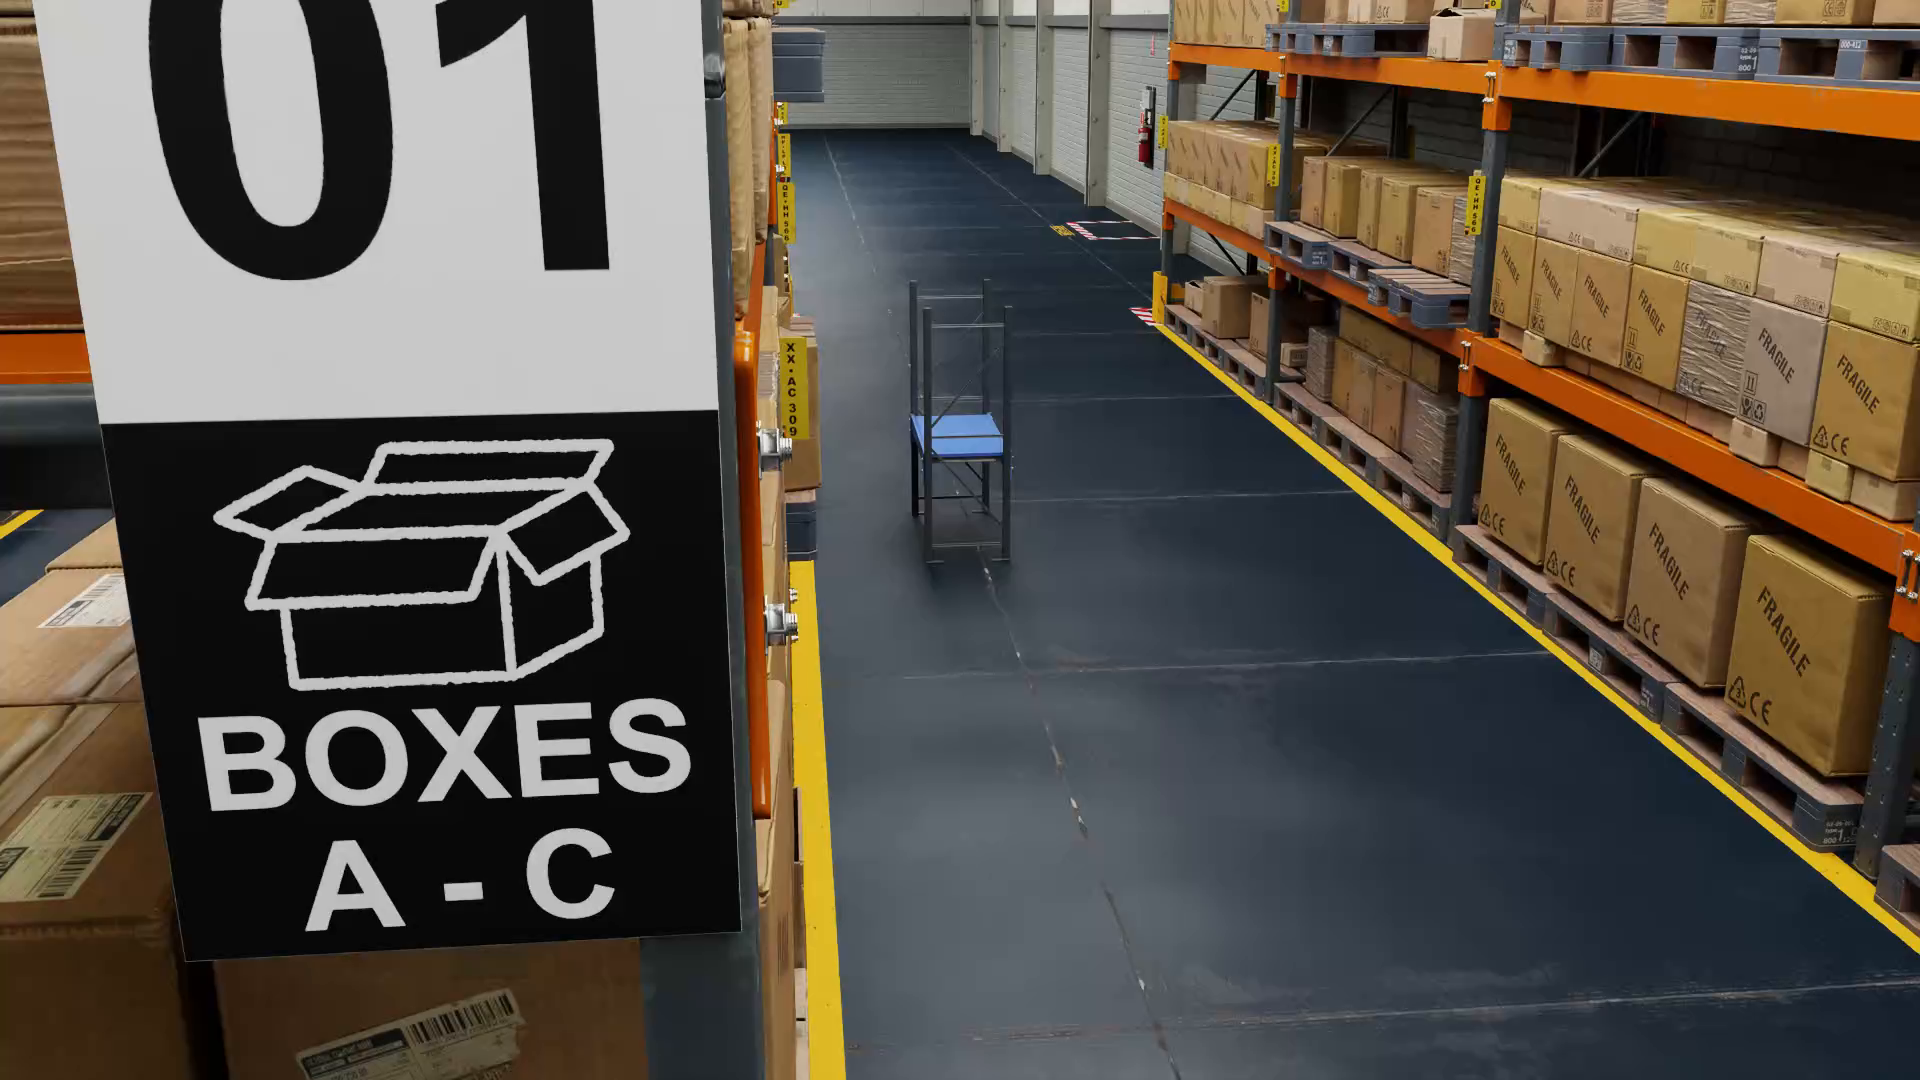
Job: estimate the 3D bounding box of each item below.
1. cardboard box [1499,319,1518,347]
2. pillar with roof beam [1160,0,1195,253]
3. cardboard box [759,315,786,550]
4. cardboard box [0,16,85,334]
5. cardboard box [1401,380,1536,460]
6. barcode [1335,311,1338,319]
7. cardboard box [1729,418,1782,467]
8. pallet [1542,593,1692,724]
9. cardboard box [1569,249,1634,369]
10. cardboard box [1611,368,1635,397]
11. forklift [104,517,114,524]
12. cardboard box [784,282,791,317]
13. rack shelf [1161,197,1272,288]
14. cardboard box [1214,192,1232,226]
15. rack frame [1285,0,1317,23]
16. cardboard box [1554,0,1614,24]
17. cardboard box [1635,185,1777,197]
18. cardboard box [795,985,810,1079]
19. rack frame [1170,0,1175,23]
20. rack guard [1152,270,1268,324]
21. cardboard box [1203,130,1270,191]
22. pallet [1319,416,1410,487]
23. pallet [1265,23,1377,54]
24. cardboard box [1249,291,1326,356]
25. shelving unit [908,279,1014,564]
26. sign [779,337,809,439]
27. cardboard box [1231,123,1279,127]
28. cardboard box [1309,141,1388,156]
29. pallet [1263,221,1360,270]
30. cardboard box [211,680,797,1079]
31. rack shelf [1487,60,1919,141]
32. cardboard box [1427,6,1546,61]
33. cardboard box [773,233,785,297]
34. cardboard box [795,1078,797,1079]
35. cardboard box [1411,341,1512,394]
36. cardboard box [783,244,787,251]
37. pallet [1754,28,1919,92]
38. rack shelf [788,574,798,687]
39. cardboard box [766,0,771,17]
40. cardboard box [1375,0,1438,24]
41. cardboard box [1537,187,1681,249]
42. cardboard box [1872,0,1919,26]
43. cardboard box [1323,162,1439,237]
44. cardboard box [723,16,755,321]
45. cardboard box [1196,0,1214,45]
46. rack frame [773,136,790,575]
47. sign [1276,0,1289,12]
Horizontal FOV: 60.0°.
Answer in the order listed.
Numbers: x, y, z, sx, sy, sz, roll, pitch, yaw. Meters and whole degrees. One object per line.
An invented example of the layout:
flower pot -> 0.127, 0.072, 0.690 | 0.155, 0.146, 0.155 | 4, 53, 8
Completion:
cardboard box -> 3.249, -1.175, 9.297 | 0.380, 0.149, 0.250 | -2, 18, -6
pillar with roof beam -> -1.348, -8.109, 20.982 | 9.100, 9.000, 0.400 | -2, 18, -6
cardboard box -> -0.703, -0.274, 4.205 | 0.500, 0.500, 0.500 | -2, 18, -7
cardboard box -> -0.971, -0.357, 1.549 | 0.500, 0.250, 0.500 | -2, 18, -6
cardboard box -> 3.382, -0.777, 11.084 | 0.700, 0.500, 0.500 | -2, 18, -6
barcode -> 3.216, -1.920, 14.190 | 0.001, 0.075, 0.075 | -2, 18, -6
cardboard box -> 3.425, -0.410, 6.861 | 0.380, 0.149, 0.250 | -2, 18, -6
pallet -> 3.575, 0.540, 8.104 | 1.003, 0.211, 1.213 | -2, 18, -6
cardboard box -> 3.336, -1.132, 8.079 | 0.500, 0.500, 0.500 | -2, 18, -6
cardboard box -> 3.410, -0.792, 8.078 | 0.380, 0.149, 0.250 | -2, 17, -5
forklift -> -4.222, -1.286, 9.381 | 1.130, 2.935, 3.031 | 1, 17, 3
cardboard box -> -1.630, -1.822, 13.610 | 0.500, 0.500, 0.500 | -2, 18, -6
rack shelf -> 2.827, -2.834, 15.399 | 1.077, 0.370, 4.000 | -2, 18, -6
cardboard box -> 2.572, -2.950, 14.782 | 0.500, 0.250, 0.500 | -2, 18, -6
rack frame -> 3.033, -5.444, 12.494 | 1.000, 3.000, 0.127 | -2, 18, -6
cardboard box -> 3.552, -2.939, 8.621 | 0.700, 0.500, 0.500 | -3, 18, -10
cardboard box -> 3.800, -1.666, 8.525 | 0.500, 0.250, 0.500 | -2, 18, -7
cardboard box -> -0.650, 1.413, 4.422 | 0.500, 0.311, 0.500 | -2, 18, -6
rack frame -> 2.621, -6.636, 16.290 | 1.000, 3.000, 0.127 | -2, 18, -6
rack guard -> 2.628, -2.558, 17.491 | 1.175, 0.500, 0.348 | -2, 18, -6
cardboard box -> 2.524, -3.463, 15.164 | 0.500, 0.500, 0.500 | -1, 17, -4
pallet -> 3.244, -0.655, 11.912 | 1.003, 0.211, 1.213 | -2, 18, -6
pallet -> 2.991, -3.736, 12.376 | 1.213, 0.211, 1.003 | -2, 18, -6
cardboard box -> 2.886, -1.907, 14.683 | 0.500, 0.500, 0.500 | -3, 18, -10
shelving unit -> -0.009, -0.741, 10.033 | 0.538, 1.500, 1.048 | -2, 18, -6
sign -> -0.530, -0.476, 5.241 | 0.100, 0.325, 0.005 | -2, 18, -6
cardboard box -> 2.923, -3.785, 16.191 | 0.500, 0.500, 0.500 | -2, 17, -5
cardboard box -> 3.192, -3.024, 13.767 | 0.500, 0.500, 0.500 | -2, 18, -7
pallet -> 2.967, -2.258, 12.682 | 1.003, 0.211, 1.213 | -2, 18, -6
cardboard box -> -0.440, 0.482, 1.796 | 0.500, 0.500, 0.500 | -1, 17, -4
rack shelf -> 3.652, -1.882, 7.358 | 1.077, 0.370, 4.000 | -2, 18, -6
cardboard box -> 3.103, -2.994, 9.815 | 0.500, 0.311, 0.500 | -2, 18, -6
cardboard box -> -1.304, -1.300, 8.442 | 0.700, 0.500, 0.500 | -8, 19, -24
cardboard box -> -0.440, 0.959, 1.946 | 0.500, 0.500, 0.500 | -1, 17, -4
cardboard box -> 3.323, -1.150, 11.018 | 0.500, 0.250, 0.500 | -1, 17, -5
cardboard box -> -1.955, -2.715, 16.455 | 0.500, 0.500, 0.500 | -2, 18, -6
pallet -> 3.715, -1.810, 6.246 | 0.805, 0.209, 1.217 | -2, 18, -8
rack shelf -> -0.862, 0.895, 3.520 | 1.077, 0.370, 4.000 | -2, 18, -6
cardboard box -> -0.700, -1.357, 3.899 | 0.500, 0.250, 0.500 | -2, 18, -6
cardboard box -> 3.137, -3.728, 11.169 | 0.500, 0.500, 0.500 | -2, 18, -8
cardboard box -> 3.292, -1.644, 8.456 | 0.500, 0.250, 0.500 | -2, 18, -6
cardboard box -> 3.877, -2.153, 6.117 | 0.700, 0.500, 0.500 | -3, 18, -9
cardboard box -> 3.102, -2.520, 12.295 | 0.700, 0.500, 0.500 | 0, 17, 0
cardboard box -> -0.456, -0.373, 1.600 | 0.500, 0.250, 0.500 | -2, 18, -6
cardboard box -> 2.484, -4.839, 15.374 | 0.500, 0.500, 0.500 | -1, 17, -3
rack frame -> -1.481, -1.236, 9.106 | 1.000, 3.000, 0.127 | -2, 18, -6
sign -> 2.494, -4.241, 12.806 | 0.100, 0.325, 0.005 | -2, 18, -6
